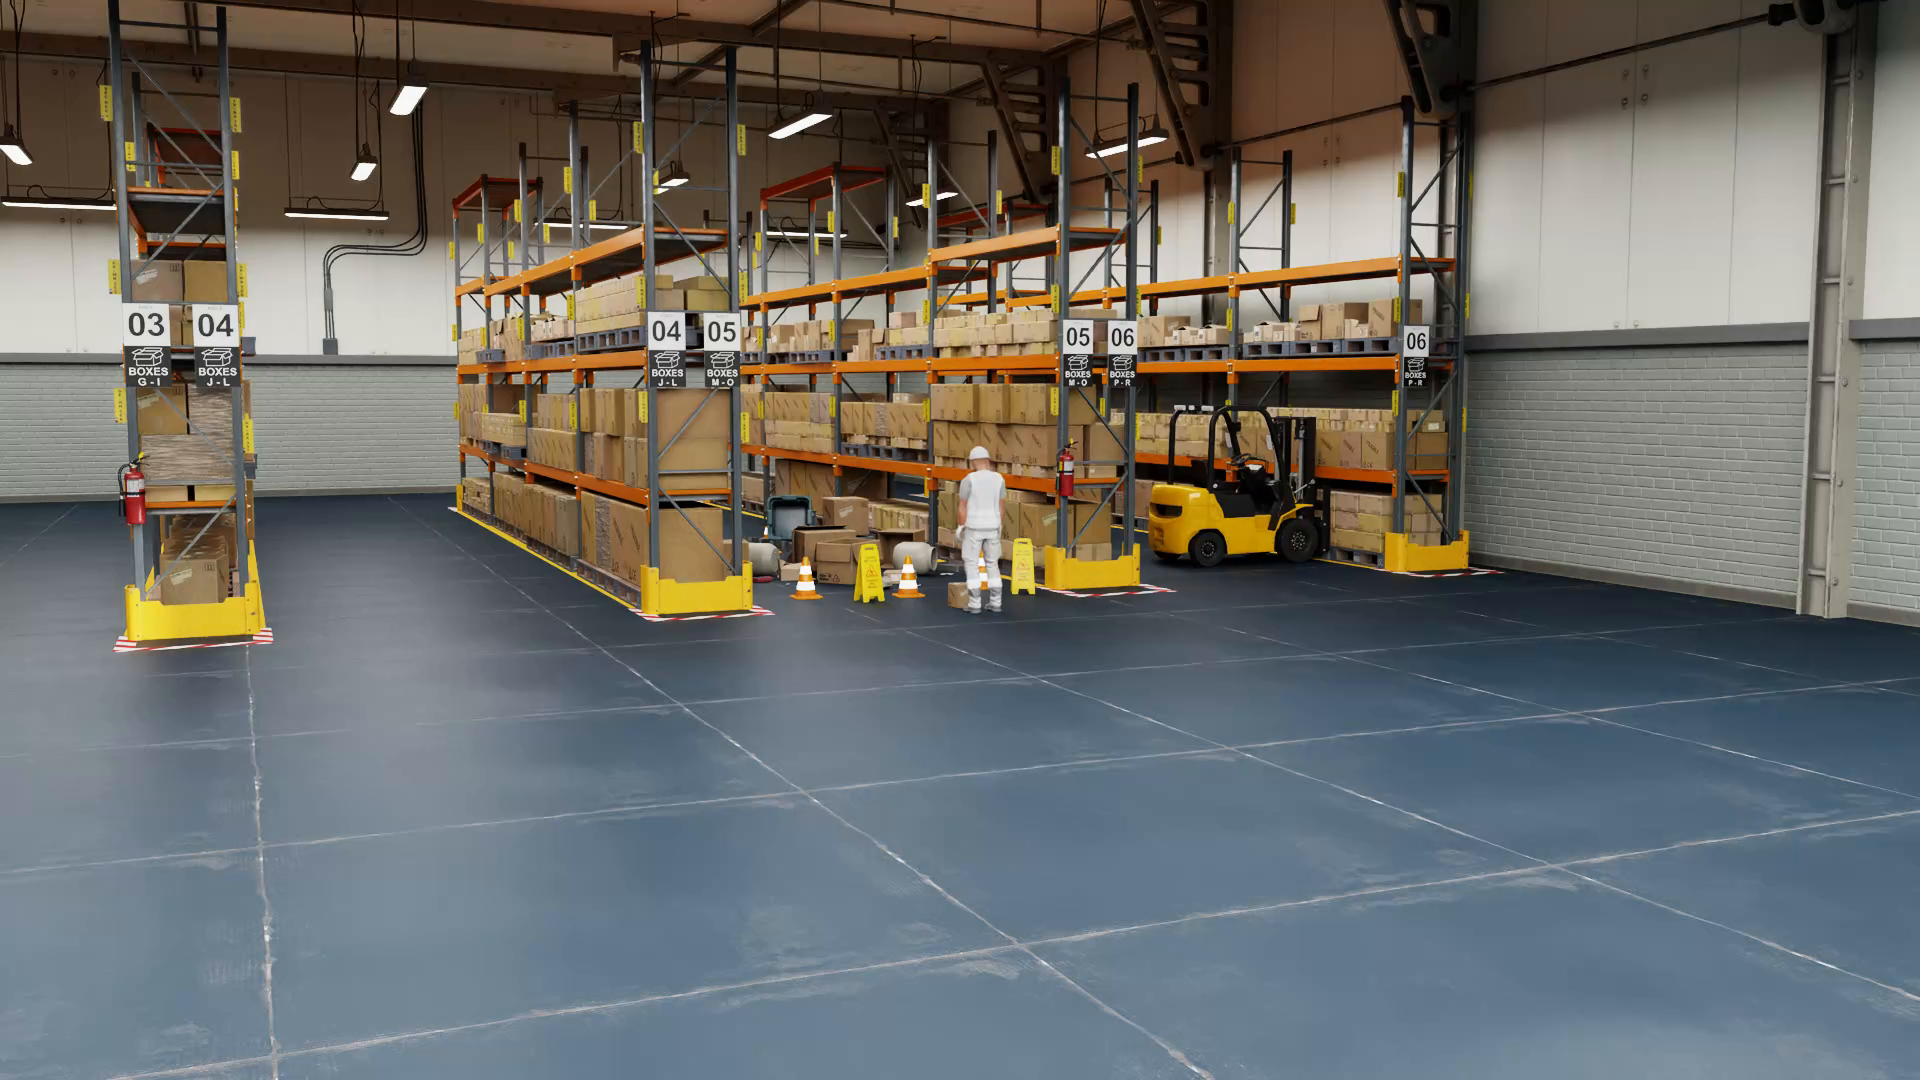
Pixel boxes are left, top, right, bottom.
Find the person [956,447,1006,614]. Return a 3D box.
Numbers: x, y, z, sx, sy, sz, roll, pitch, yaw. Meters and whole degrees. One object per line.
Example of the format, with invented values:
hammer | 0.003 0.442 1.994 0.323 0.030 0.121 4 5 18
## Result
person | 0.219 -0.111 17.827 0.529 1.774 0.364 -2 6 -23
